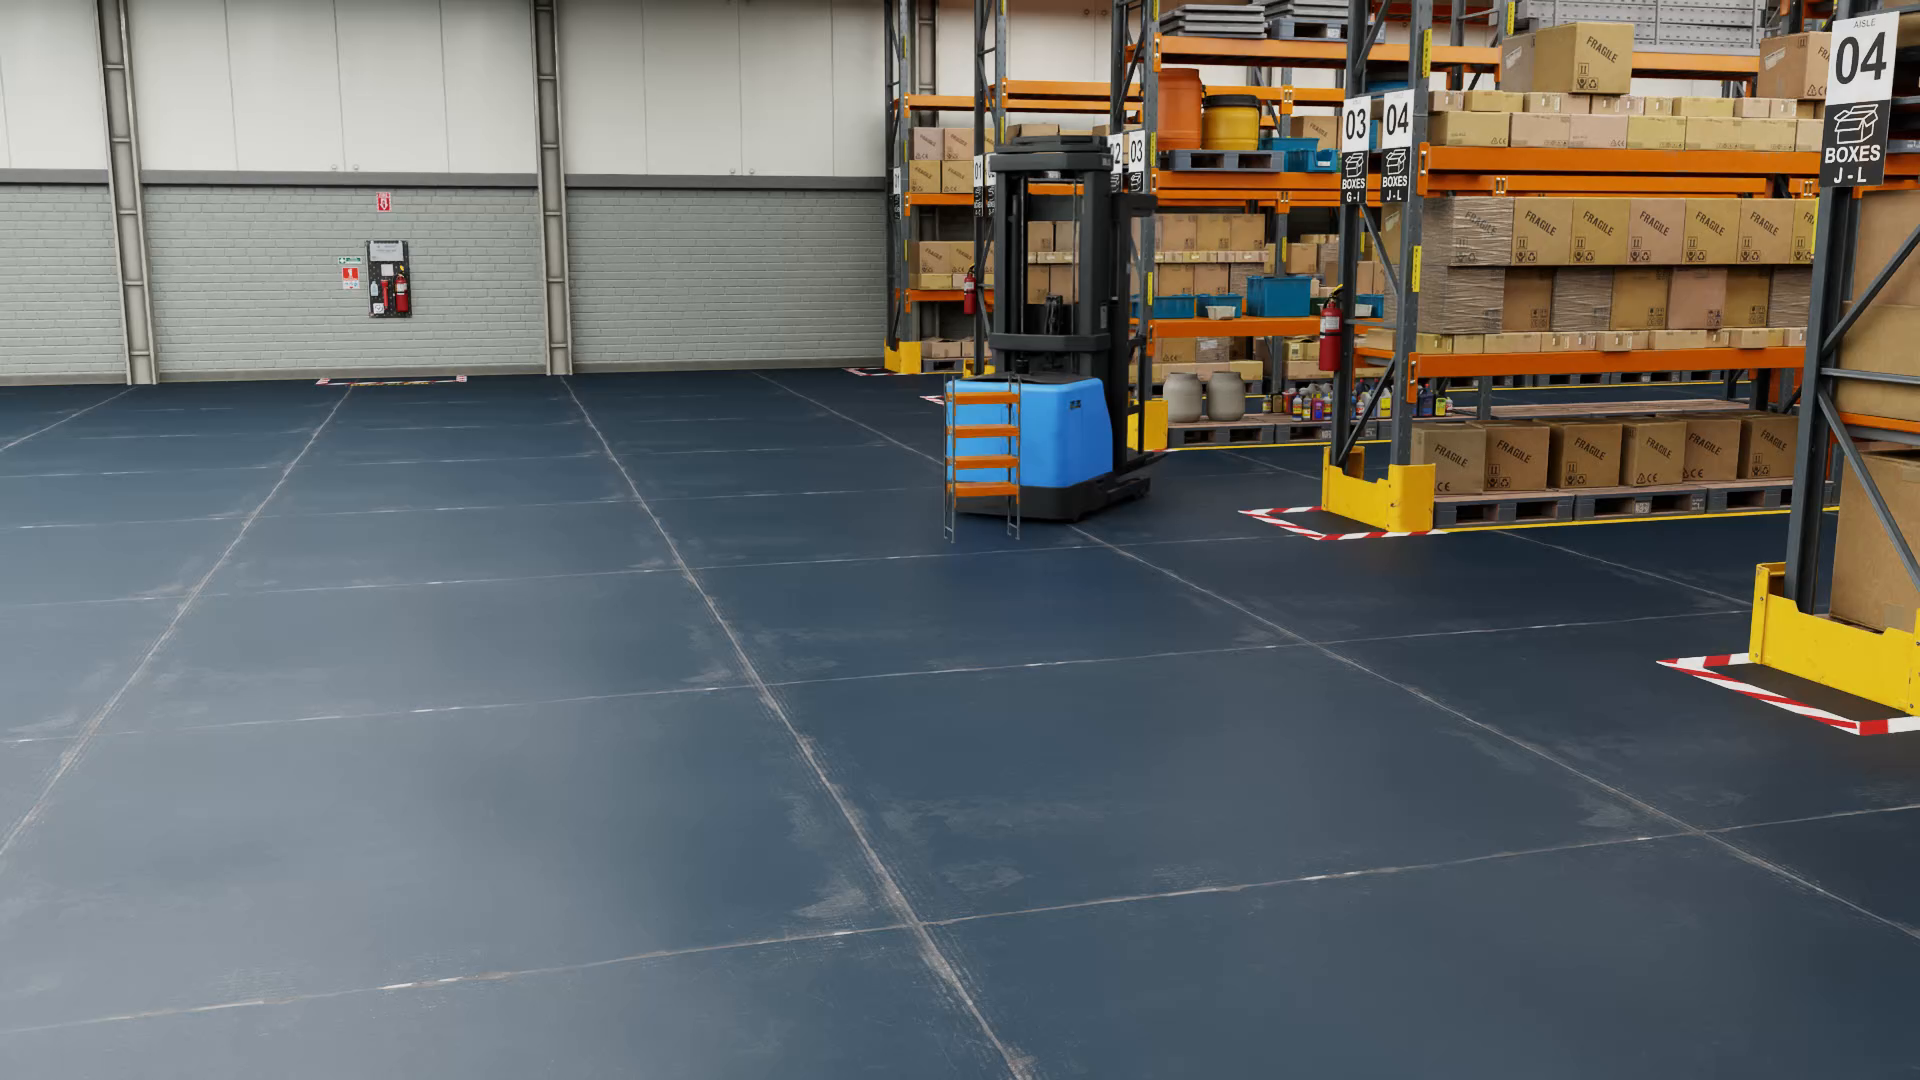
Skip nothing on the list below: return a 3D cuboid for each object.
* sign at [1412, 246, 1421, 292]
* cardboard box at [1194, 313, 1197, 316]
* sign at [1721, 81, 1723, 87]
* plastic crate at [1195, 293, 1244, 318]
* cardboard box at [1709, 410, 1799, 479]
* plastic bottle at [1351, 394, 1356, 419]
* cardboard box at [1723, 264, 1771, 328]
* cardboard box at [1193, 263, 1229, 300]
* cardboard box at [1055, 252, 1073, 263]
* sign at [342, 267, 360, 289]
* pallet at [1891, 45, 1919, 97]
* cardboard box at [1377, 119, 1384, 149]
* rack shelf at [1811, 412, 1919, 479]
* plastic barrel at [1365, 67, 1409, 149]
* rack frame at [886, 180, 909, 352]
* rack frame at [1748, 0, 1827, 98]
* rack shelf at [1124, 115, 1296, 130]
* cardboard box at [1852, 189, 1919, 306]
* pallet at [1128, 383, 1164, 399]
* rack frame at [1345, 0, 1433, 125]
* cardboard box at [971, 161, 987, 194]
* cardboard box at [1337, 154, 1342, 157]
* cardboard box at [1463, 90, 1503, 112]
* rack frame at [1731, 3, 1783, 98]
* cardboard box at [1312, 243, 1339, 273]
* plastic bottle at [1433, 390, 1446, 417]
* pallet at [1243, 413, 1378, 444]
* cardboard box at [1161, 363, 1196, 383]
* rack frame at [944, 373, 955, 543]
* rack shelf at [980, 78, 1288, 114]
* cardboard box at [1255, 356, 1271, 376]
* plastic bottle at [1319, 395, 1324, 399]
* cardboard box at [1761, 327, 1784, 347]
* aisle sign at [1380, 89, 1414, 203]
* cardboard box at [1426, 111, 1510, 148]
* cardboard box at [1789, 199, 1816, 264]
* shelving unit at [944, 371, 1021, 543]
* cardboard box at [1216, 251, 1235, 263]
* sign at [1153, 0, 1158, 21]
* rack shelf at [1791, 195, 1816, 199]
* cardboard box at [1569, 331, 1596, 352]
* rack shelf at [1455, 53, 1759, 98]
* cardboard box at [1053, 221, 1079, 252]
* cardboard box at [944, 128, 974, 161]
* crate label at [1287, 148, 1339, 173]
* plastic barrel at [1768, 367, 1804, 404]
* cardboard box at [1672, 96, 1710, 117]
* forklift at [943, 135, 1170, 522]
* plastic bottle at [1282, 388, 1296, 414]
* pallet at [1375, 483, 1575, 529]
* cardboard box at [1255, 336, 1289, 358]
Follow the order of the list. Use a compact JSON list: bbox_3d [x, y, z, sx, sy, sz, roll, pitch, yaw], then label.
[{"bbox_3d":[3.302,-1.963,12.036,0.005,0.325,0.100,-3,11,-16],"label":"sign"},{"bbox_3d":[3.962,-3.837,28.219,0.500,0.250,0.500,-3,11,-17],"label":"cardboard box"},{"bbox_3d":[14.210,-8.609,30.941,0.005,0.325,0.100,-3,11,-16],"label":"sign"},{"bbox_3d":[2.788,-2.529,17.911,0.408,0.251,0.499,-3,11,-16],"label":"plastic crate"},{"bbox_3d":[6.596,-0.798,13.843,0.500,0.500,0.500,-3,11,-18],"label":"cardboard box"},{"bbox_3d":[4.214,-1.438,17.893,0.097,0.271,0.097,0,10,0],"label":"plastic bottle"},{"bbox_3d":[6.052,-1.999,13.521,0.500,0.500,0.875,-3,11,-16],"label":"cardboard box"},{"bbox_3d":[3.297,-3.555,22.794,0.500,0.500,0.700,-3,11,-17],"label":"cardboard box"},{"bbox_3d":[1.315,-3.731,21.961,0.250,0.149,0.380,-3,11,-16],"label":"cardboard box"},{"bbox_3d":[-9.277,-3.987,25.318,0.234,0.329,0.001,-3,11,-16],"label":"sign"},{"bbox_3d":[5.149,-2.236,7.866,1.213,0.211,1.003,-3,11,-16],"label":"pallet"},{"bbox_3d":[3.542,-3.102,12.741,0.500,0.250,0.500,-3,11,-15],"label":"cardboard box"},{"bbox_3d":[6.360,-0.512,8.530,4.000,0.370,1.077,-3,11,-16],"label":"rack shelf"},{"bbox_3d":[4.621,-4.592,17.876,0.708,0.901,0.600,-3,11,-16],"label":"plastic barrel"},{"bbox_3d":[-1.003,-4.215,26.659,0.127,3.000,1.000,-3,11,-16],"label":"rack frame"},{"bbox_3d":[9.447,-5.848,18.960,0.127,3.000,1.000,-3,11,-16],"label":"rack frame"},{"bbox_3d":[4.758,-6.919,27.866,4.000,0.370,1.077,-3,11,-16],"label":"rack shelf"},{"bbox_3d":[4.807,-1.382,7.870,0.550,0.550,0.875,-3,11,-16],"label":"cardboard box"},{"bbox_3d":[2.277,-2.090,22.816,1.213,0.211,1.003,-3,11,-16],"label":"pallet"},{"bbox_3d":[3.150,-4.582,12.084,0.127,3.000,1.000,-3,11,-16],"label":"rack frame"},{"bbox_3d":[0.411,-5.771,26.493,0.500,0.500,0.500,-2,11,-13],"label":"cardboard box"},{"bbox_3d":[5.347,-5.223,23.100,0.500,0.250,0.500,-4,11,-21],"label":"cardboard box"},{"bbox_3d":[3.755,-3.200,12.170,0.250,0.149,0.380,-3,11,-15],"label":"cardboard box"},{"bbox_3d":[11.907,-6.912,24.738,0.127,3.000,1.000,-3,11,-16],"label":"rack frame"},{"bbox_3d":[6.230,-4.860,28.670,0.500,0.500,0.700,-4,11,-23],"label":"cardboard box"},{"bbox_3d":[5.237,-1.494,18.166,0.133,0.283,0.061,-2,11,-13],"label":"plastic bottle"},{"bbox_3d":[3.777,-1.235,18.172,1.213,0.211,1.003,-3,11,-16],"label":"pallet"},{"bbox_3d":[2.883,-2.298,22.679,0.500,0.250,0.500,-3,11,-16],"label":"cardboard box"},{"bbox_3d":[-0.075,-0.586,11.916,0.015,1.200,0.240,-3,11,-16],"label":"rack frame"},{"bbox_3d":[2.305,-5.855,22.090,4.000,0.370,1.077,-3,11,-16],"label":"rack shelf"},{"bbox_3d":[4.543,-2.482,23.680,0.500,0.250,0.500,-3,11,-16],"label":"cardboard box"},{"bbox_3d":[4.023,-1.508,18.465,0.097,0.201,0.097,0,10,0],"label":"plastic bottle"},{"bbox_3d":[6.367,-1.636,13.341,0.250,0.149,0.380,-3,11,-16],"label":"cardboard box"},{"bbox_3d":[3.175,-2.855,12.091,0.004,0.787,0.394,-3,11,-16],"label":"aisle sign"},{"bbox_3d":[3.685,-3.013,12.257,0.500,0.250,0.500,-3,11,-14],"label":"cardboard box"},{"bbox_3d":[6.636,-2.451,13.216,0.500,0.500,0.500,-3,11,-16],"label":"cardboard box"},{"bbox_3d":[0.159,-0.598,11.983,0.503,1.200,0.258,-3,11,-16],"label":"shelving unit"},{"bbox_3d":[3.536,-3.848,22.596,0.250,0.149,0.380,-3,11,-18],"label":"cardboard box"},{"bbox_3d":[1.916,-5.245,16.259,0.005,0.325,0.100,-3,11,-16],"label":"sign"},{"bbox_3d":[13.827,-5.184,25.624,4.000,0.370,1.077,-3,11,-16],"label":"rack shelf"},{"bbox_3d":[4.689,-1.546,12.853,0.250,0.149,0.380,-3,11,-16],"label":"cardboard box"},{"bbox_3d":[7.527,-5.197,18.511,4.000,0.370,1.077,-3,11,-16],"label":"rack shelf"},{"bbox_3d":[1.391,-4.093,22.136,0.500,0.500,0.700,-3,11,-17],"label":"cardboard box"},{"bbox_3d":[-0.069,-6.235,26.253,0.500,0.500,0.500,-3,11,-17],"label":"cardboard box"},{"bbox_3d":[3.656,-3.932,17.248,0.408,0.251,0.502,-3,11,-16],"label":"crate label"},{"bbox_3d":[9.912,-2.065,19.812,0.708,0.830,0.600,-3,11,-16],"label":"plastic barrel"},{"bbox_3d":[5.496,-3.298,12.703,0.250,0.149,0.380,-2,11,-13],"label":"cardboard box"},{"bbox_3d":[0.960,-1.806,13.760,1.130,2.935,3.031,5,12,25],"label":"forklift"},{"bbox_3d":[3.657,-1.547,18.473,0.135,0.276,0.152,-3,11,-16],"label":"plastic bottle"},{"bbox_3d":[4.013,-0.299,13.090,1.213,0.211,1.003,-3,11,-16],"label":"pallet"},{"bbox_3d":[4.534,-2.757,23.624,0.500,0.311,0.500,-3,11,-16],"label":"cardboard box"}]
